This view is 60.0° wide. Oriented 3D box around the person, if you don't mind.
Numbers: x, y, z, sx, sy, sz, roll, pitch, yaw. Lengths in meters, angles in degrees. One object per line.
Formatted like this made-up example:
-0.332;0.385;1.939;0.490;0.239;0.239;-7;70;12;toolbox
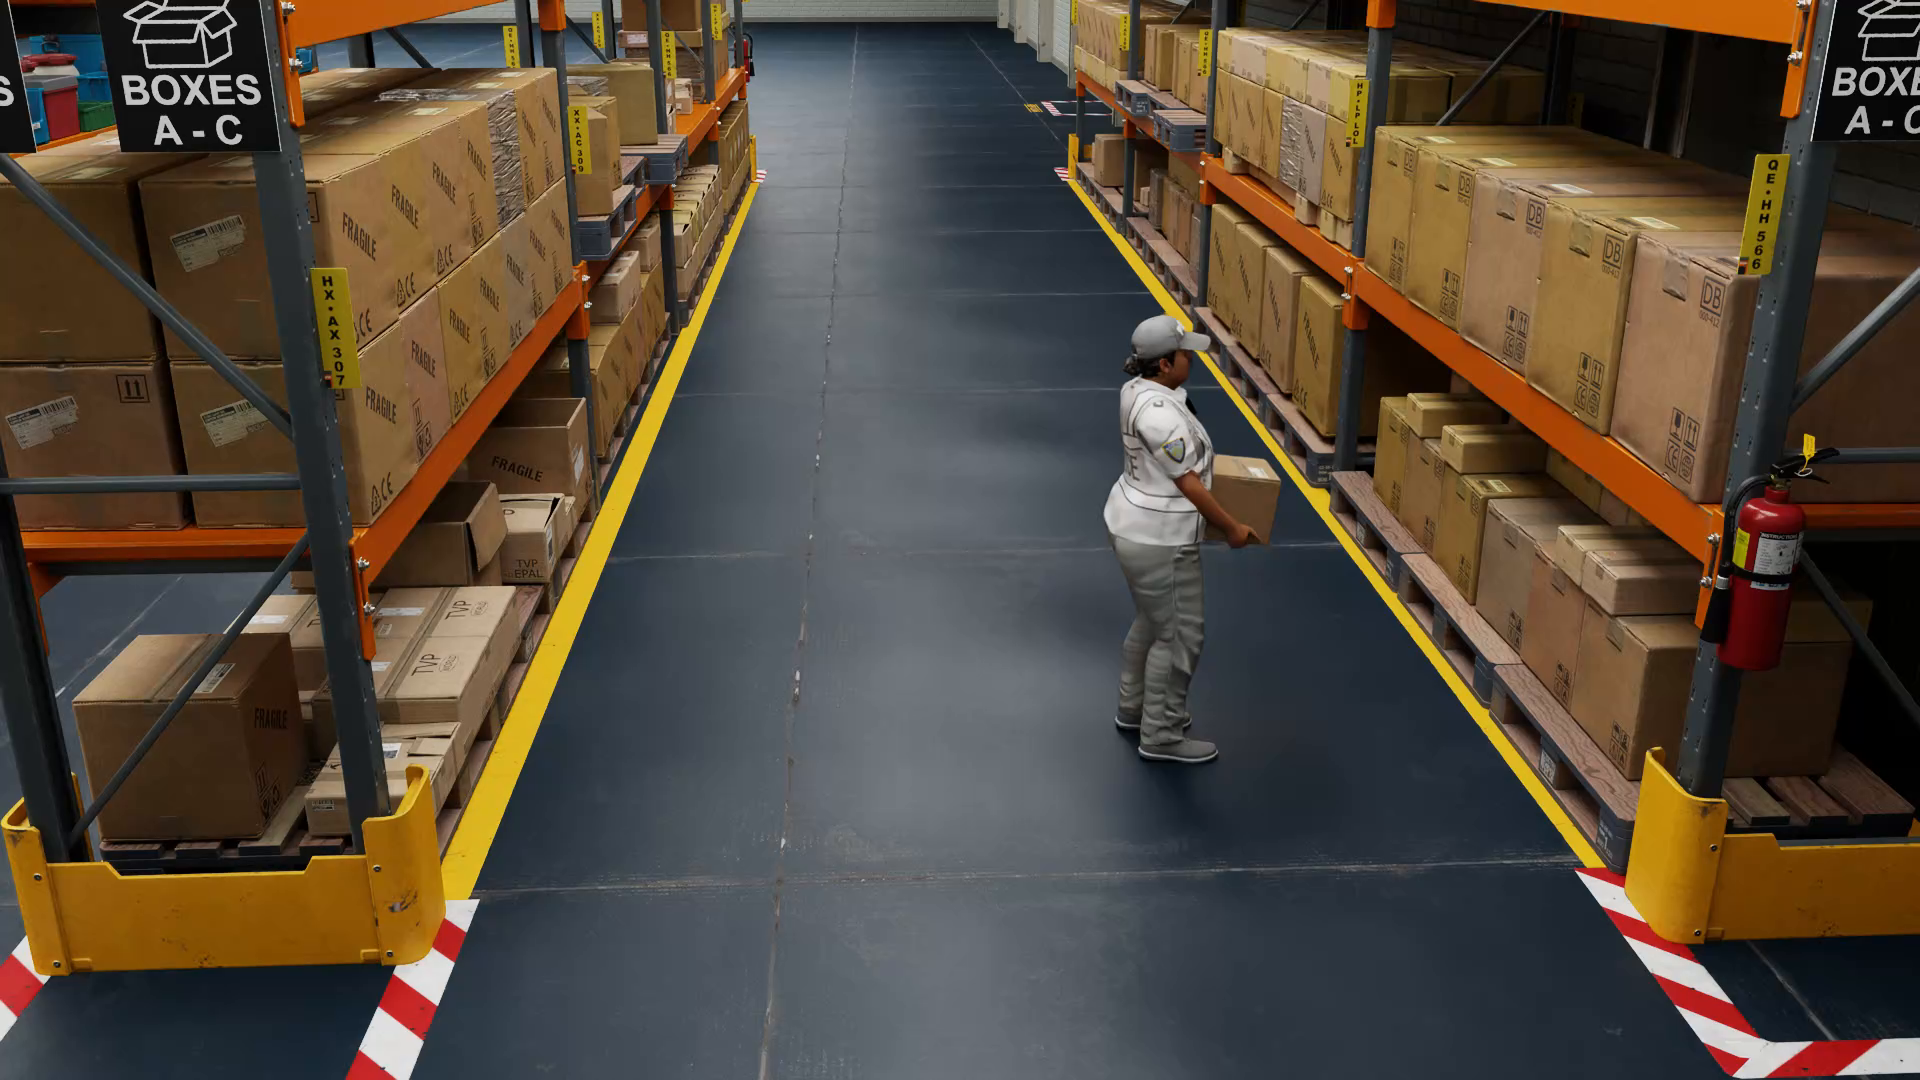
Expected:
0.801;-0.004;6.099;0.539;1.662;0.452;-1;21;-3;person
